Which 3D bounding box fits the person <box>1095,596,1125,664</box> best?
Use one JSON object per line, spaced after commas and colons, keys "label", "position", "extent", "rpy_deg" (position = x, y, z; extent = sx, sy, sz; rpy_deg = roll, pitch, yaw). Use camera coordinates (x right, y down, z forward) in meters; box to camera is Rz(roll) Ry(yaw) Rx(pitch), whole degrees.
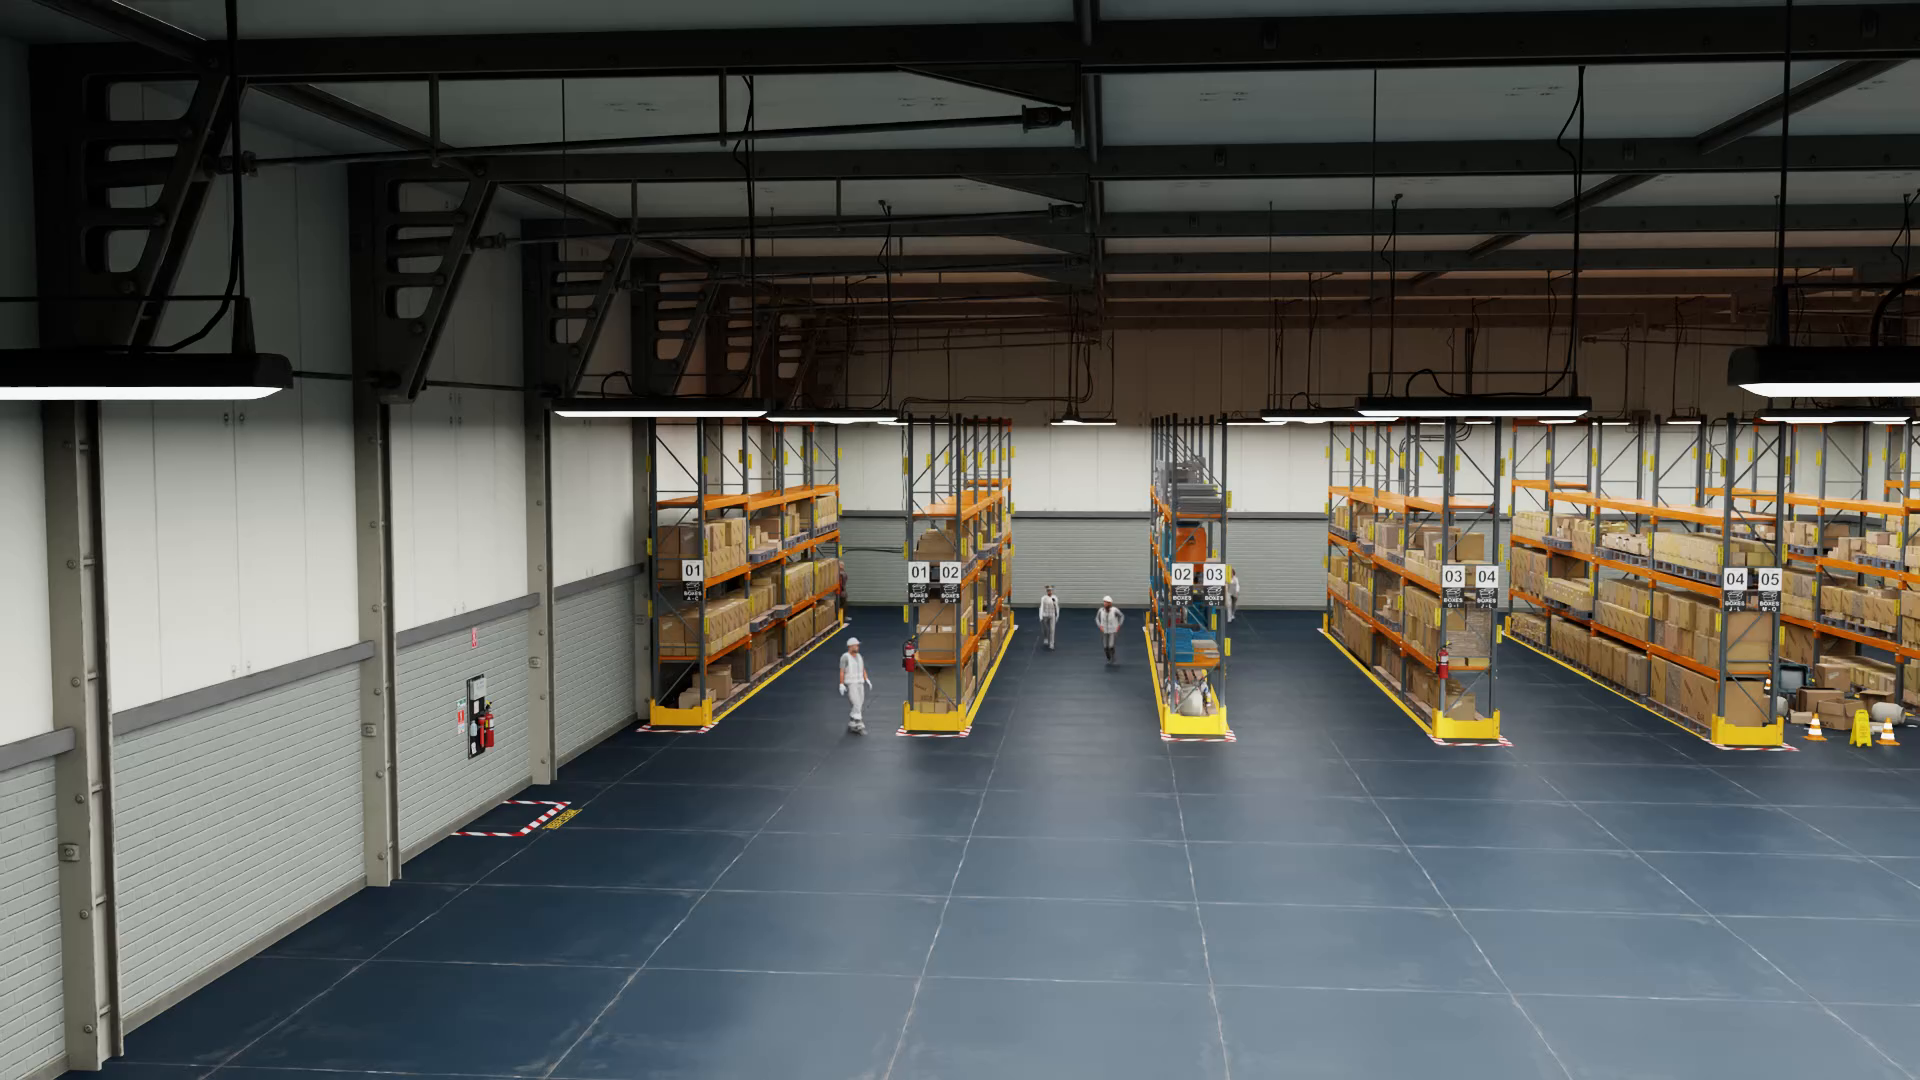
{"label": "person", "position": [3.627, 2.180, 40.131], "extent": [0.697, 1.687, 0.720], "rpy_deg": [1, 4, 17]}

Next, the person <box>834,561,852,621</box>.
{"label": "person", "position": [-3.602, 1.506, 49.406], "extent": [0.834, 1.757, 0.533], "rpy_deg": [0, 4, 6]}

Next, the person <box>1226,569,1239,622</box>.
{"label": "person", "position": [8.038, 1.622, 49.148], "extent": [0.411, 1.540, 0.972], "rpy_deg": [0, 4, 5]}

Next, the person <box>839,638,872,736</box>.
{"label": "person", "position": [-1.868, 2.746, 31.183], "extent": [0.790, 1.782, 0.562], "rpy_deg": [4, 5, 43]}

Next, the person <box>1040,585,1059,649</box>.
{"label": "person", "position": [2.334, 1.973, 43.314], "extent": [0.511, 1.624, 1.049], "rpy_deg": [0, 4, 4]}
